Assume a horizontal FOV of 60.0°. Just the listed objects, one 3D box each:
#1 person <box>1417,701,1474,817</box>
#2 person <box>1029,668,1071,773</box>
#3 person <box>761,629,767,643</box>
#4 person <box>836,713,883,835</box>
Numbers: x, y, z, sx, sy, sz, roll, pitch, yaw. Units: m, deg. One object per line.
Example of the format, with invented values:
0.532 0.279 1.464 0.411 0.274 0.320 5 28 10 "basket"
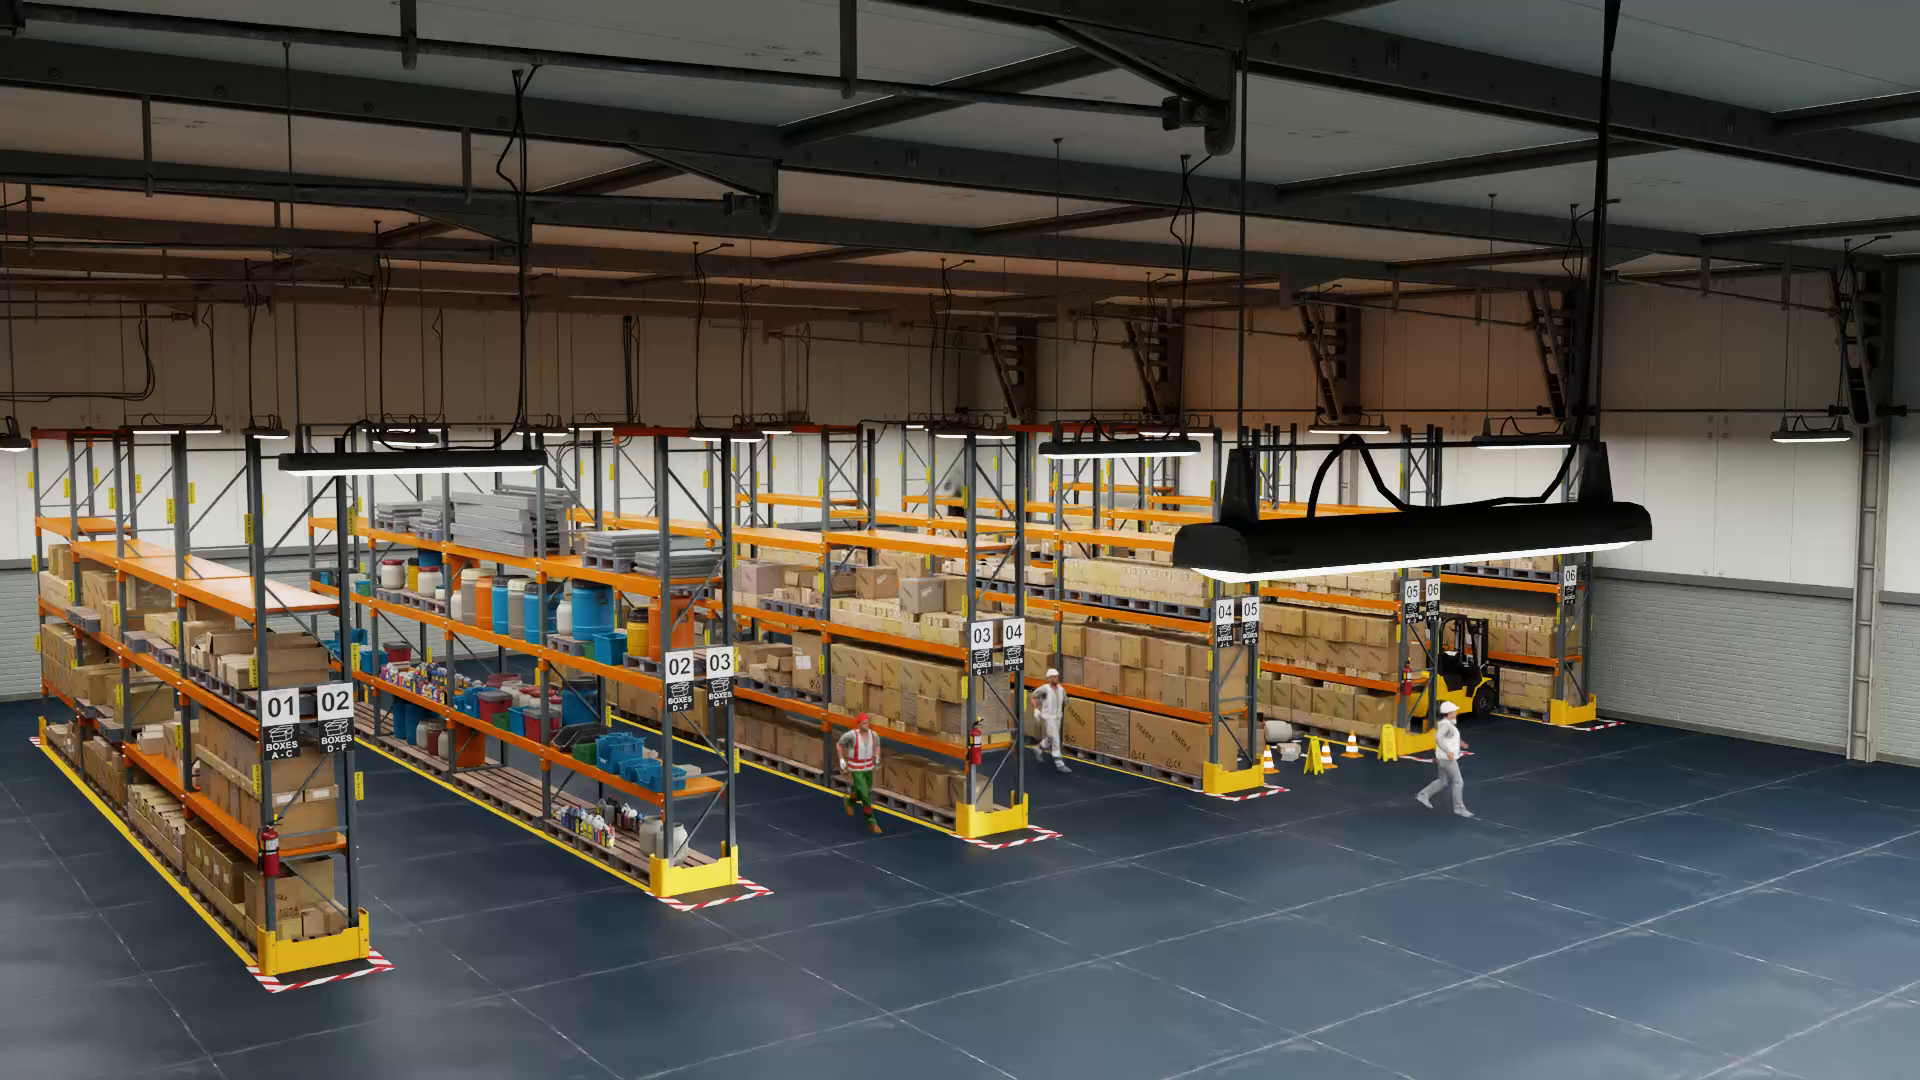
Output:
7.590 3.404 25.957 0.860 1.788 0.674 1 5 11 "person"
1.594 3.122 29.116 0.661 1.770 0.993 -4 6 -41 "person"
-5.050 2.236 42.210 0.532 1.557 0.525 -4 6 -41 "person"
-1.497 3.469 25.080 0.685 1.775 1.046 -3 5 -33 "person"
